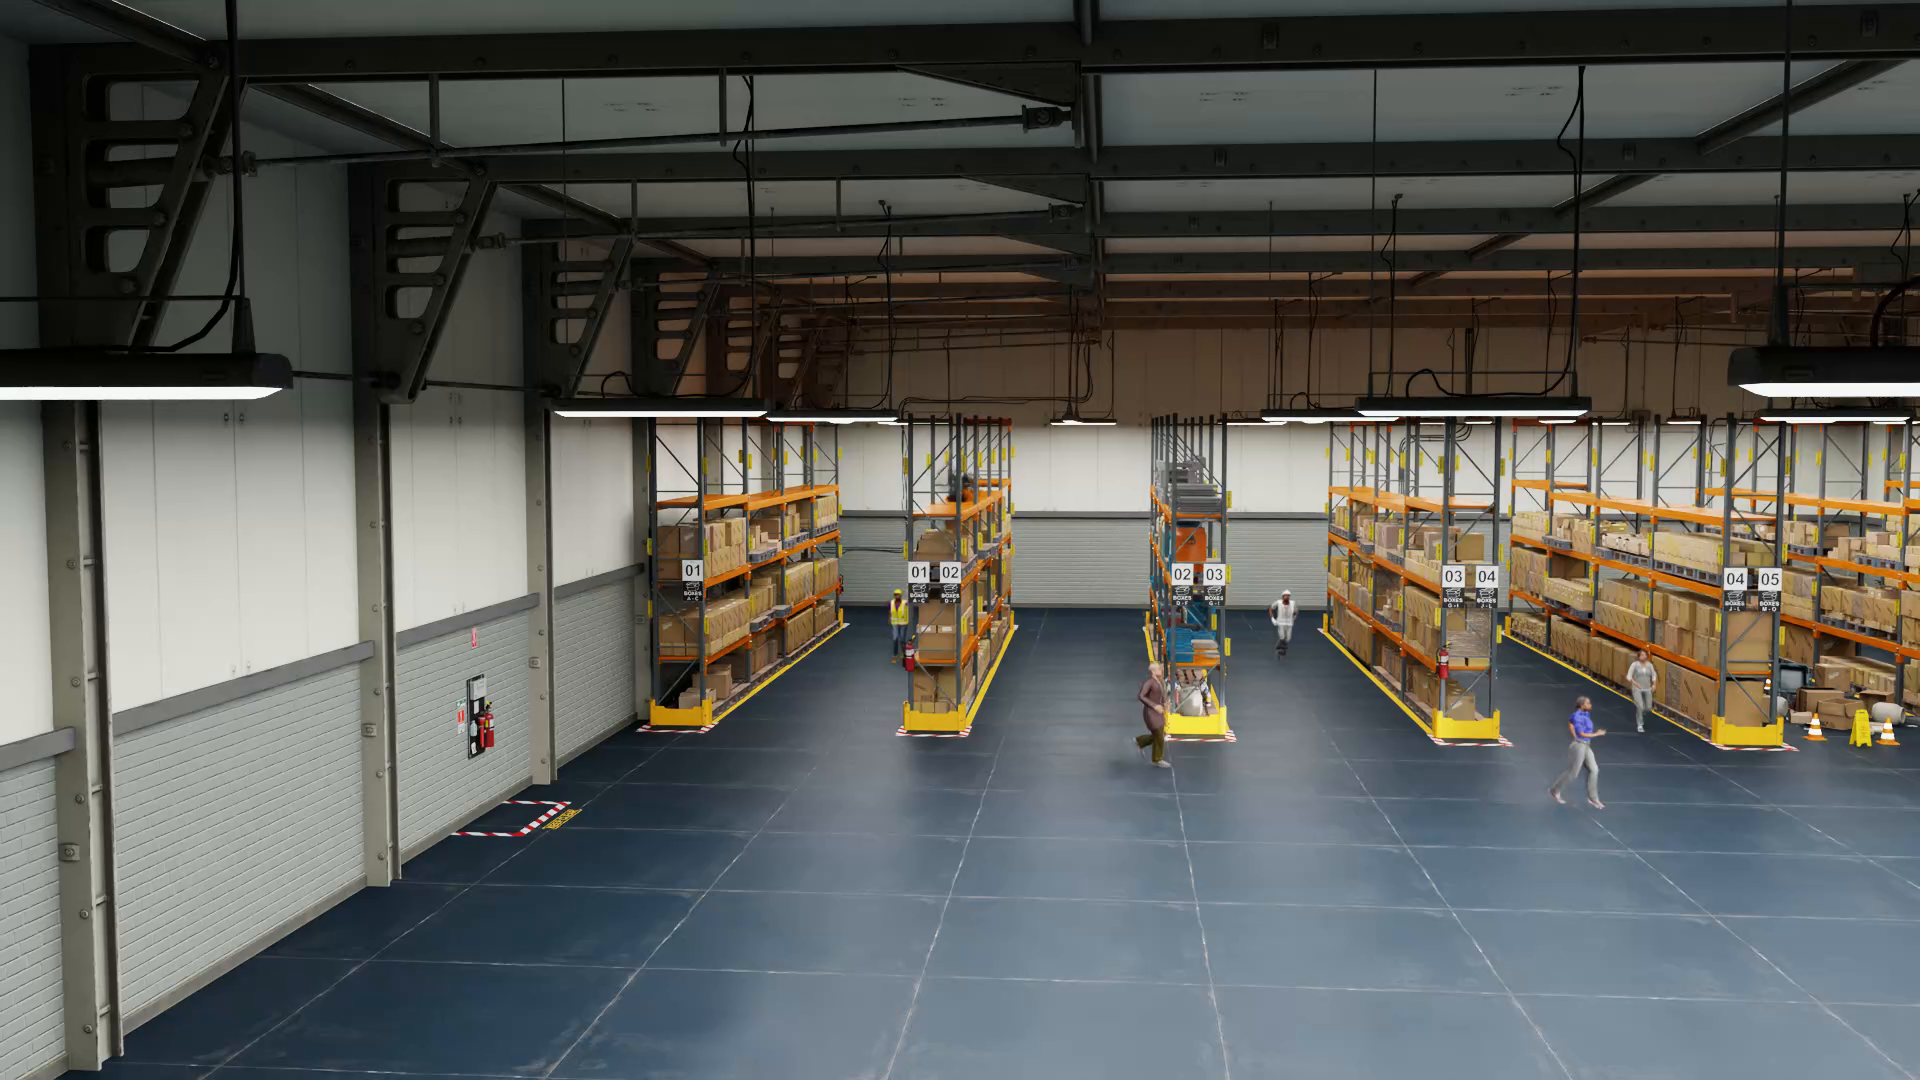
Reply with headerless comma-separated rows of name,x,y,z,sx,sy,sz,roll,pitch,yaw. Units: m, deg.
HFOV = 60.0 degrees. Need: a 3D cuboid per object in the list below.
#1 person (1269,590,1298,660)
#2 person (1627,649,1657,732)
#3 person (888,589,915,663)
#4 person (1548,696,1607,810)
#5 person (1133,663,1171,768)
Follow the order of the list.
person,7.985,2.099,40.828,0.681,1.732,0.619,0,4,-6
person,12.866,2.834,31.377,0.567,1.556,0.571,0,4,5
person,-1.451,2.113,40.786,0.704,1.835,0.744,1,4,11
person,9.324,3.205,25.094,0.817,1.698,0.578,2,5,33
person,3.226,2.959,28.199,0.761,1.757,0.710,2,4,31
